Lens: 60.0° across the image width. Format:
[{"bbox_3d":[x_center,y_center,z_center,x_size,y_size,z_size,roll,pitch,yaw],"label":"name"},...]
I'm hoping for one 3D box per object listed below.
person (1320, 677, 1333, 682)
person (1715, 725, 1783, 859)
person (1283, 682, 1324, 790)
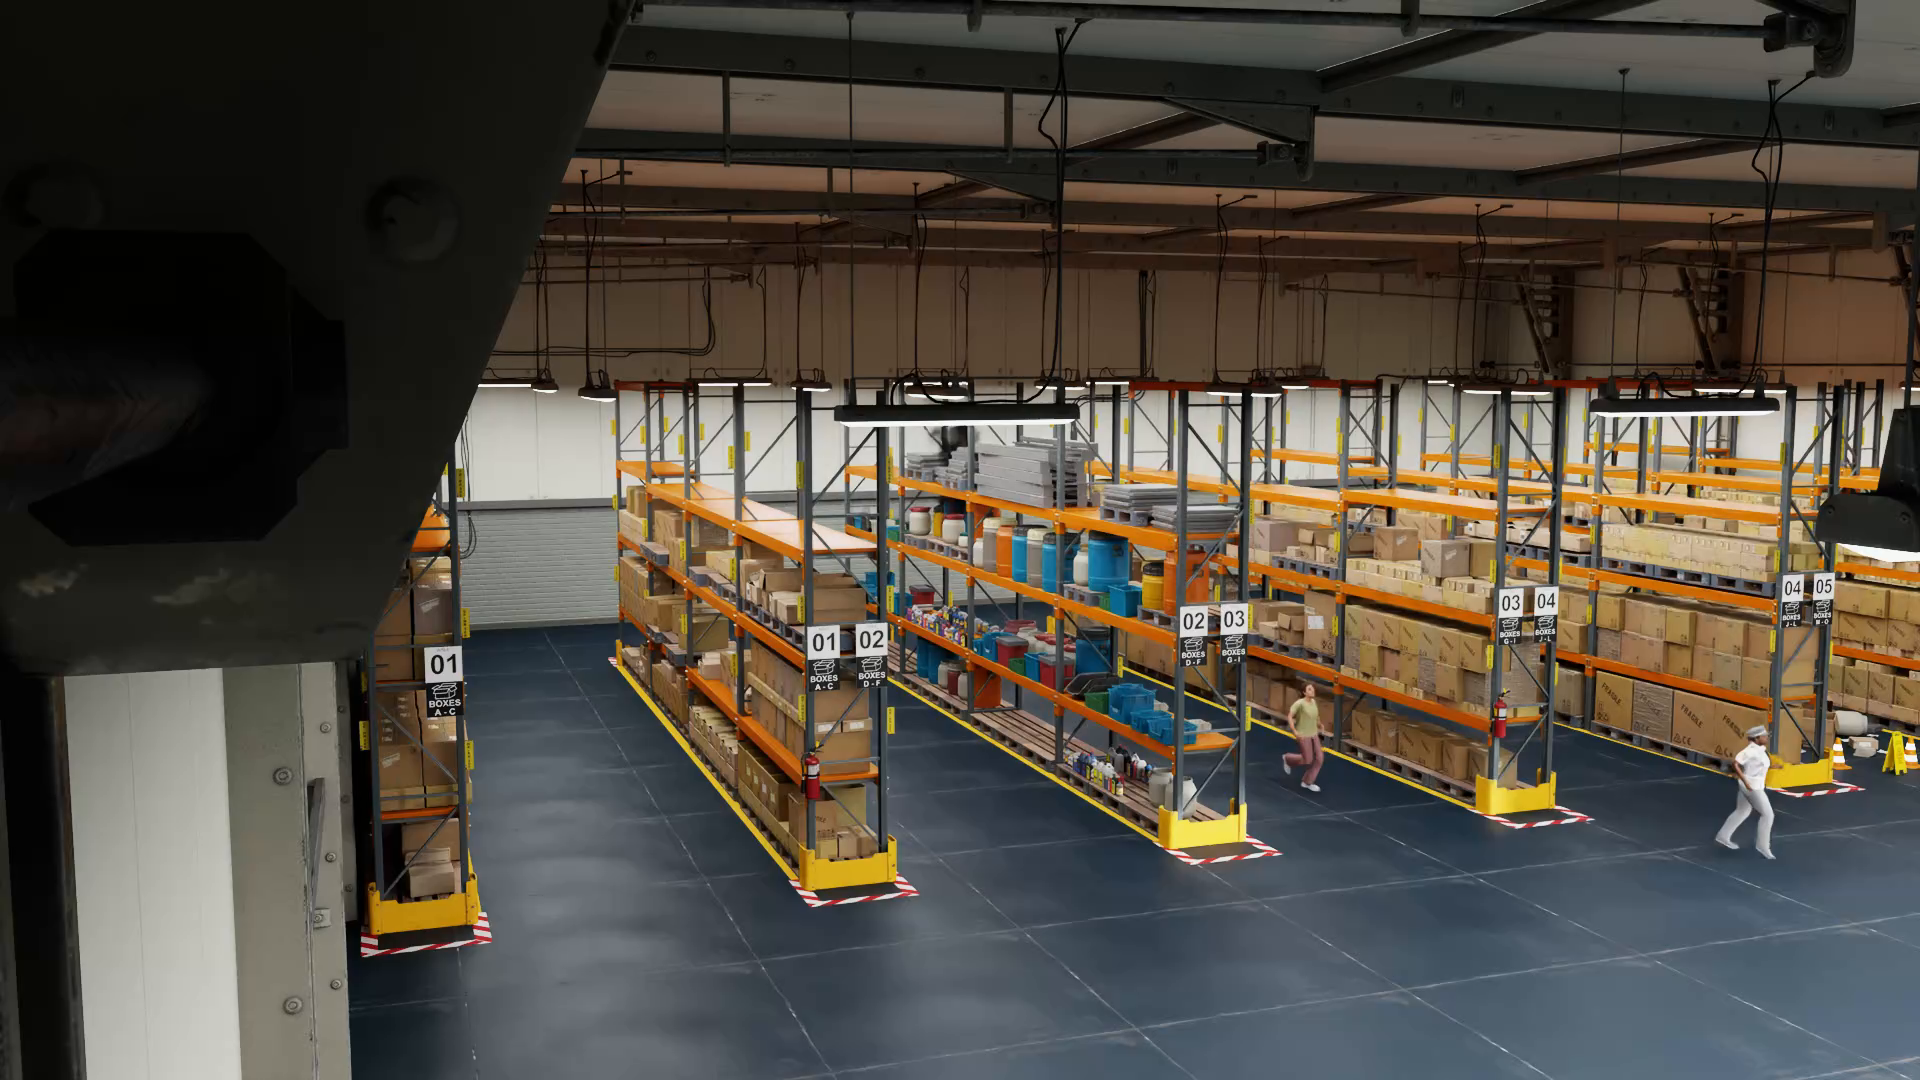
[{"bbox_3d":[7.402,1.975,32.987,0.651,1.735,0.602,-3,7,-30],"label":"person"},{"bbox_3d":[10.207,3.235,21.497,0.766,1.765,0.549,3,7,23],"label":"person"},{"bbox_3d":[5.156,2.910,24.856,0.583,1.600,0.620,-4,7,-33],"label":"person"}]
